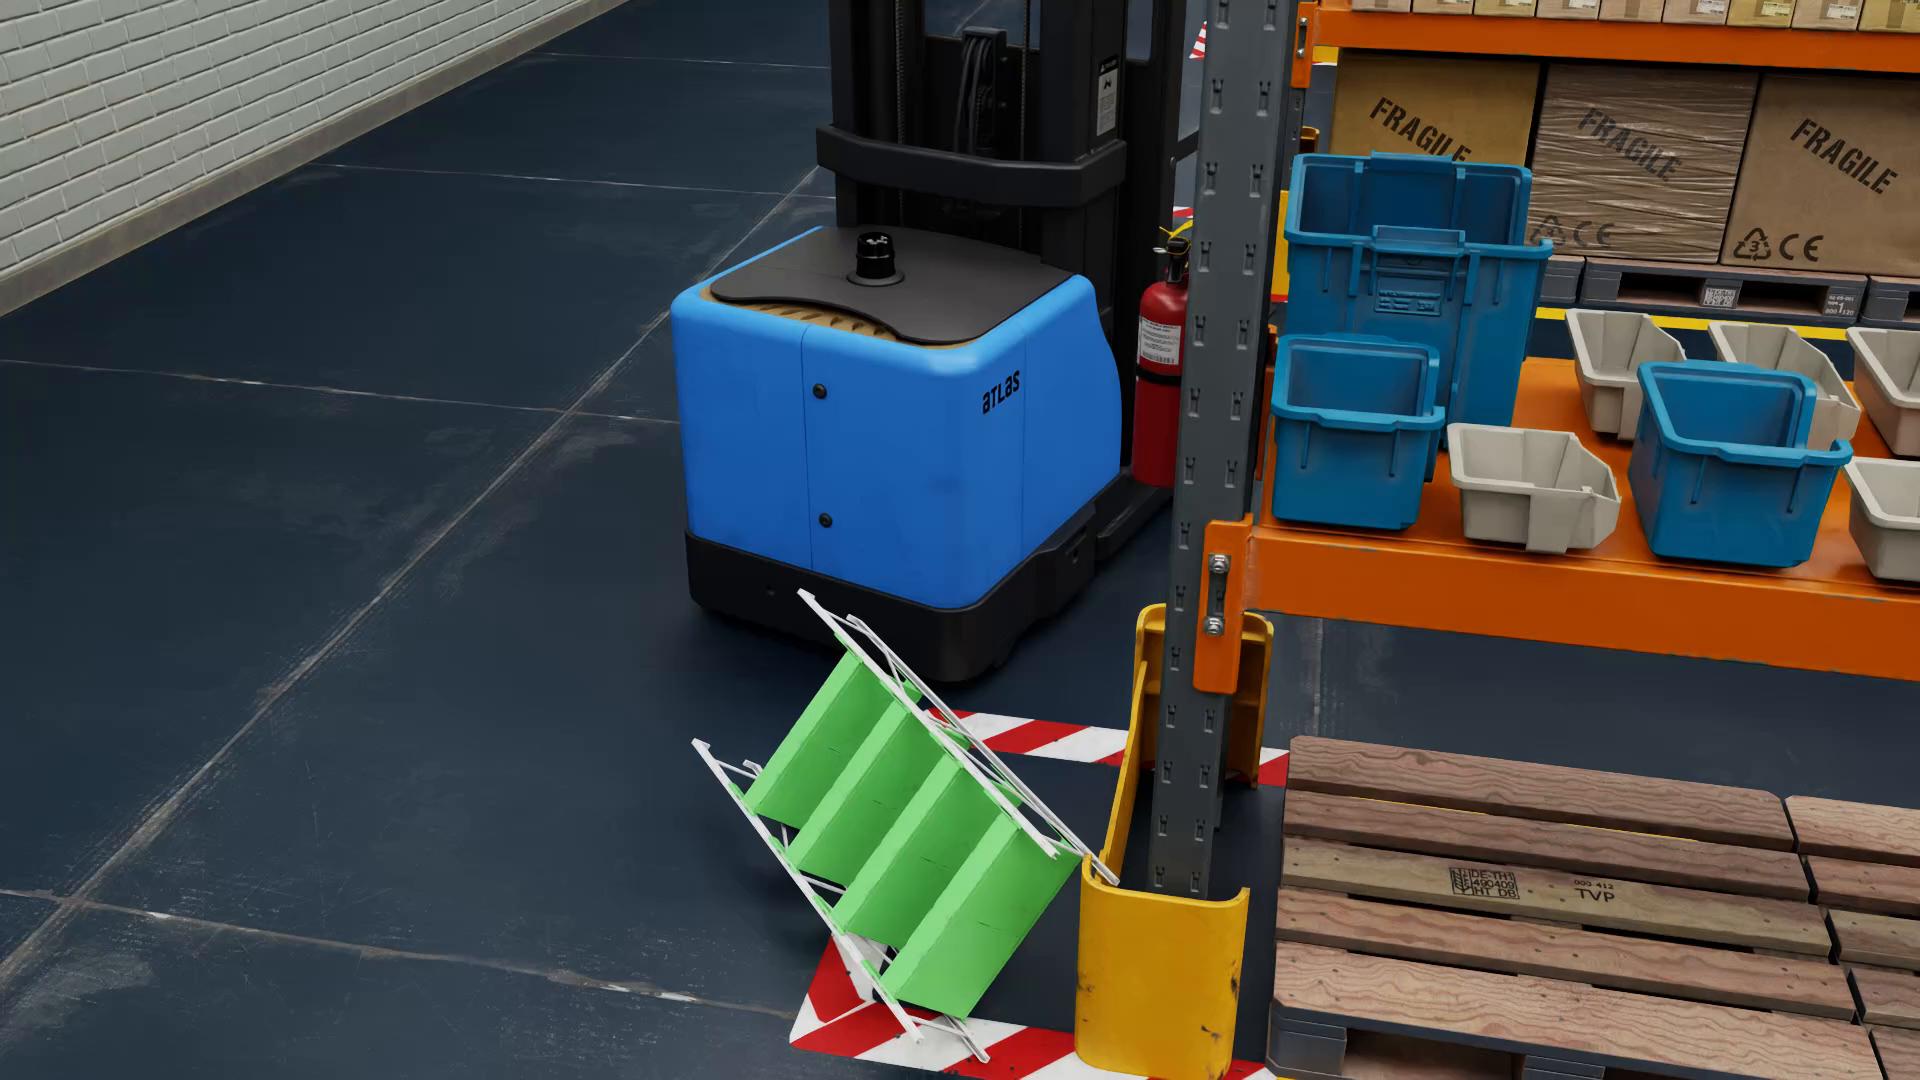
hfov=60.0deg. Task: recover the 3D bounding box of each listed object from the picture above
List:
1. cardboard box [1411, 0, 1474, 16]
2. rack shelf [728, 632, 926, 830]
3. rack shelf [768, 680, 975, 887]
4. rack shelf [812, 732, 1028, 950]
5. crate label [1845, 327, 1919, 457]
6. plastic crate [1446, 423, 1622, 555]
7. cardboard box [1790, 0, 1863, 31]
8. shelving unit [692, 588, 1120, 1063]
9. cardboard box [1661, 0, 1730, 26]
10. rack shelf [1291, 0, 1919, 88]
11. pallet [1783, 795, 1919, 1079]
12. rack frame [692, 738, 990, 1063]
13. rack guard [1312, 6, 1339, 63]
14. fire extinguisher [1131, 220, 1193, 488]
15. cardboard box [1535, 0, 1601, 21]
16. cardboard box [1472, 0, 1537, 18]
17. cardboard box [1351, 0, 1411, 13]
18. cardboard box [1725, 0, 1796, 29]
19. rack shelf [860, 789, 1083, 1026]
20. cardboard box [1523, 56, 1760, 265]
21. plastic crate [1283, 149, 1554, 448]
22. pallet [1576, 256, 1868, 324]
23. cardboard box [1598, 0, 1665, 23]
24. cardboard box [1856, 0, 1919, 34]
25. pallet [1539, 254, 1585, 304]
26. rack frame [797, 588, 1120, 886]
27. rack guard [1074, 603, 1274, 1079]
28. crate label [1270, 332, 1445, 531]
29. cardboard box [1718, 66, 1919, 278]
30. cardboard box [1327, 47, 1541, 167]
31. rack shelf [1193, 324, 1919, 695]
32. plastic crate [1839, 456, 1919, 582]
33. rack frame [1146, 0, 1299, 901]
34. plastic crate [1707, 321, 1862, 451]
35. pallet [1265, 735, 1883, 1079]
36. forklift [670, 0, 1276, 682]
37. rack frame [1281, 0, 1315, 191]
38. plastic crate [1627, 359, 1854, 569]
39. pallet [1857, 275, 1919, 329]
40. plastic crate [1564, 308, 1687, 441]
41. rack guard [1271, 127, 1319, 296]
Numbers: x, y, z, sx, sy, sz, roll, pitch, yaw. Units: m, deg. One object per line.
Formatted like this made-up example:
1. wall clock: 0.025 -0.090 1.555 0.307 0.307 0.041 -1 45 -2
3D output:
1. cardboard box: 2.121 -2.427 7.321 0.250 0.149 0.380 5 29 10
2. rack shelf: -0.335 0.505 4.221 0.258 0.480 0.148 31 6 -42
3. rack shelf: -0.212 0.610 4.043 0.258 0.480 0.148 31 6 -42
4. rack shelf: -0.089 0.714 3.865 0.258 0.480 0.148 31 6 -42
5. crate label: 1.951 -0.288 3.365 0.243 0.136 0.396 6 29 11
6. plastic crate: 1.027 -0.087 2.997 0.298 0.136 0.250 6 29 11
7. cardboard box: 3.632 -2.273 7.040 0.250 0.149 0.380 6 29 11
8. shelving unit: -0.179 0.637 3.995 0.258 0.503 1.200 31 6 -42
9. cardboard box: 3.128 -2.324 7.133 0.250 0.149 0.380 6 29 10
10. rack shelf: 3.548 -2.237 7.461 4.000 0.370 1.077 6 29 11
11. pallet: 2.545 1.021 3.666 1.213 0.211 1.003 6 29 11
12. rack frame: -0.320 0.836 4.014 0.240 0.015 1.200 31 6 -42
13. rack guard: 2.801 -3.968 12.477 0.348 0.500 1.175 6 29 11
14. fire extinguisher: 0.505 -0.458 3.931 0.183 0.674 0.296 6 29 11
15. cardboard box: 2.627 -2.376 7.228 0.250 0.149 0.380 5 29 10
16. cardboard box: 2.372 -2.401 7.274 0.250 0.149 0.380 5 29 9
17. cardboard box: 1.870 -2.452 7.367 0.250 0.149 0.380 6 29 11
18. cardboard box: 3.375 -2.298 7.086 0.250 0.149 0.380 5 29 9
19. rack shelf: 0.034 0.818 3.687 0.258 0.480 0.148 31 6 -42
20. cardboard box: 3.124 -1.887 7.849 0.875 0.875 0.875 6 29 11
21. plastic crate: 0.924 -0.523 3.482 0.499 0.435 0.616 6 29 11
22. pallet: 3.580 -1.363 8.019 1.213 0.211 1.003 6 29 11
23. cardboard box: 2.875 -2.350 7.180 0.250 0.149 0.380 5 29 10
24. cardboard box: 3.880 -2.247 6.992 0.250 0.149 0.380 5 29 10
25. pallet: 2.390 -1.486 8.245 1.213 0.211 1.003 6 29 11
26. rack frame: -0.038 0.439 3.977 0.240 0.015 1.200 31 6 -42
27. rack guard: 0.531 0.673 3.999 0.348 0.500 1.175 6 29 11
28. crate label: 0.730 -0.200 3.104 0.303 0.233 0.416 6 29 11
29. cardboard box: 3.995 -1.798 7.686 0.875 0.875 0.875 6 29 11
30. cardboard box: 2.234 -1.978 8.015 0.875 0.875 0.875 6 29 11
31. rack shelf: 2.513 0.089 3.212 4.000 0.370 1.077 6 29 11
32. plastic crate: 1.690 -0.019 2.873 0.298 0.136 0.250 6 29 11
33. rack frame: 0.558 -0.427 3.406 0.127 3.000 1.000 6 29 11
34. plastic crate: 1.673 -0.305 3.395 0.243 0.136 0.396 6 29 11
35. pallet: 1.356 0.897 3.891 1.213 0.211 1.003 6 29 11
36. forklift: 0.310 -1.545 5.520 1.130 2.935 3.031 15 32 26
37. rack frame: 1.592 -2.753 7.654 0.127 3.000 1.000 6 29 11
38. plastic crate: 1.374 -0.134 2.983 0.300 0.233 0.416 6 29 11
39. pallet: 4.776 -1.241 7.798 1.213 0.211 1.003 6 29 11
40. plastic crate: 1.393 -0.341 3.461 0.243 0.136 0.396 6 29 11
41. rack guard: 1.568 -1.659 8.259 0.348 0.500 1.175 6 29 11
